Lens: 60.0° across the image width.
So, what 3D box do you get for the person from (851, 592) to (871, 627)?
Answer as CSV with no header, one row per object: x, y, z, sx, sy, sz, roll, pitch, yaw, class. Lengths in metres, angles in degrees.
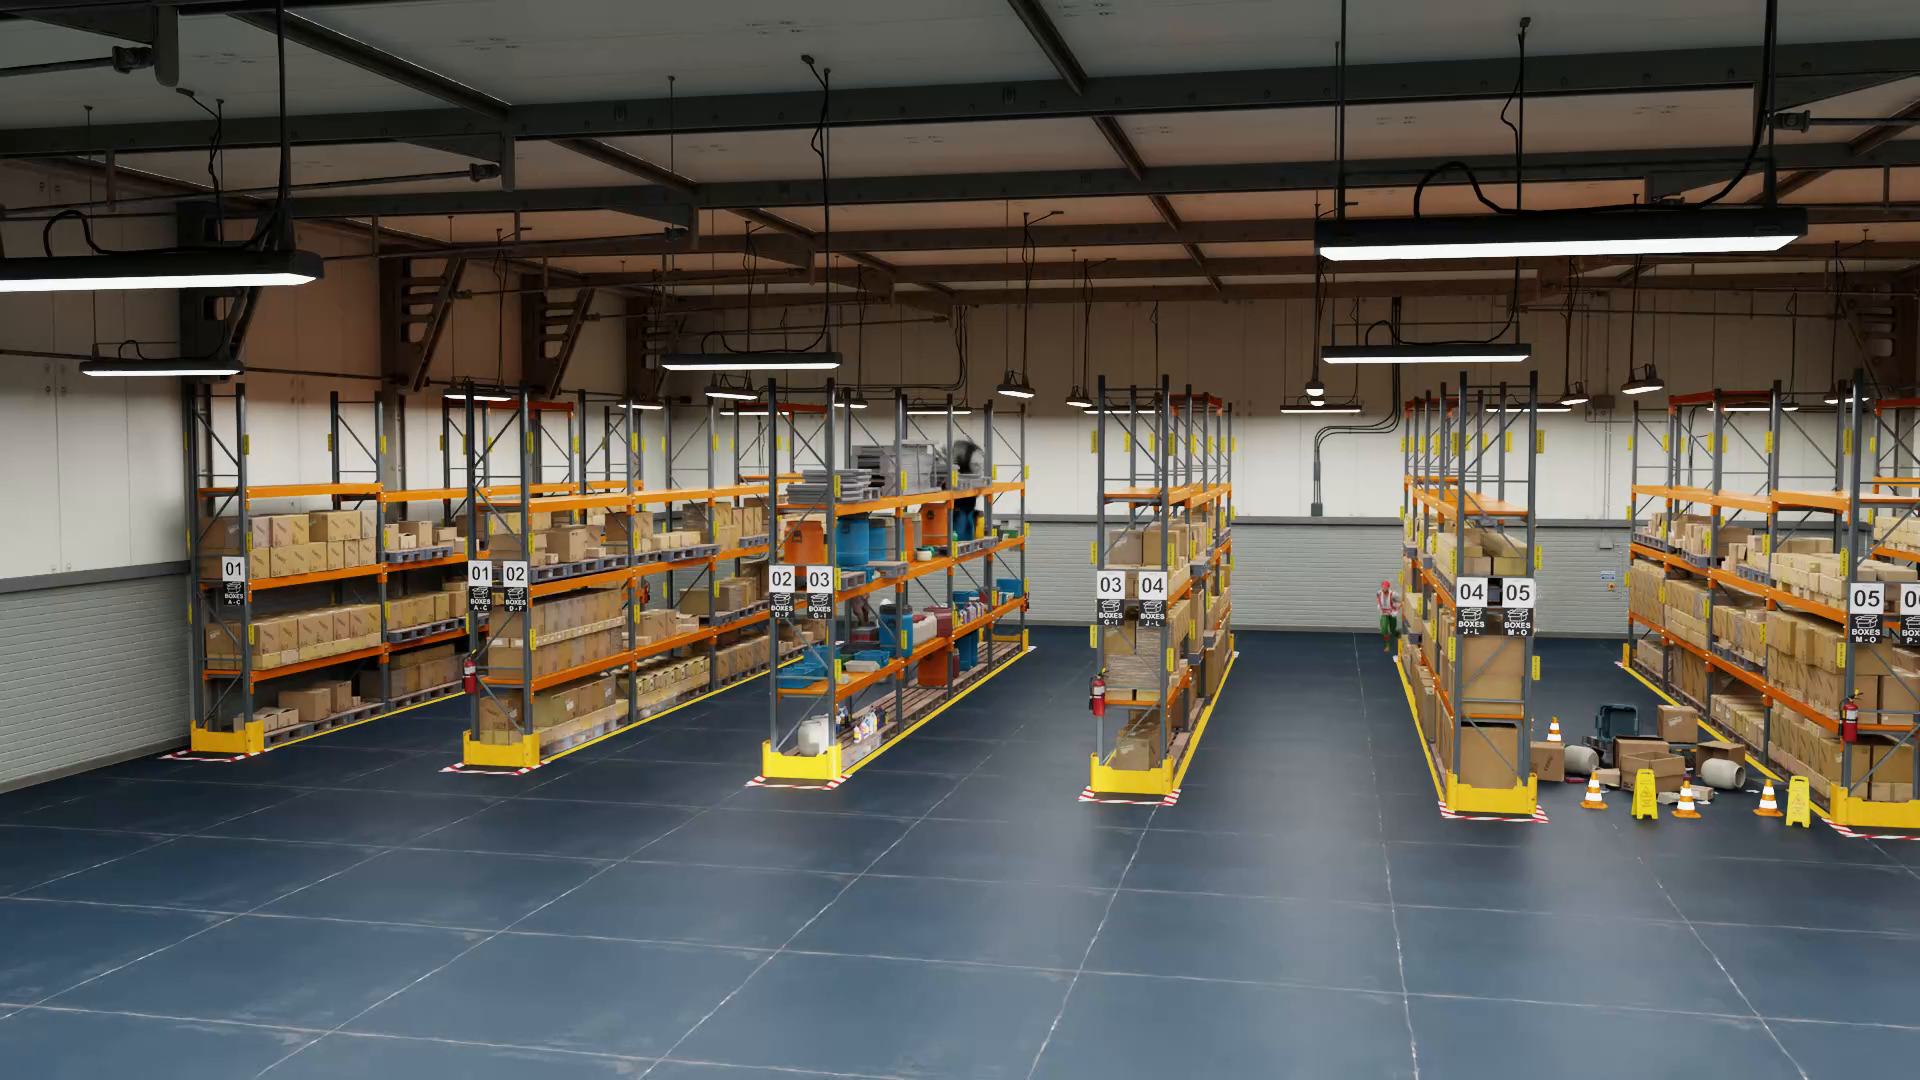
-2.623,1.686,42.821,0.696,1.755,0.983,-1,4,-23,person

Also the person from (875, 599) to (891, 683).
-1.580,2.113,34.984,0.451,1.768,0.610,-3,4,-43,person

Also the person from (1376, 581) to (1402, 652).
10.501,1.847,40.562,0.676,1.730,1.016,3,4,40,person
